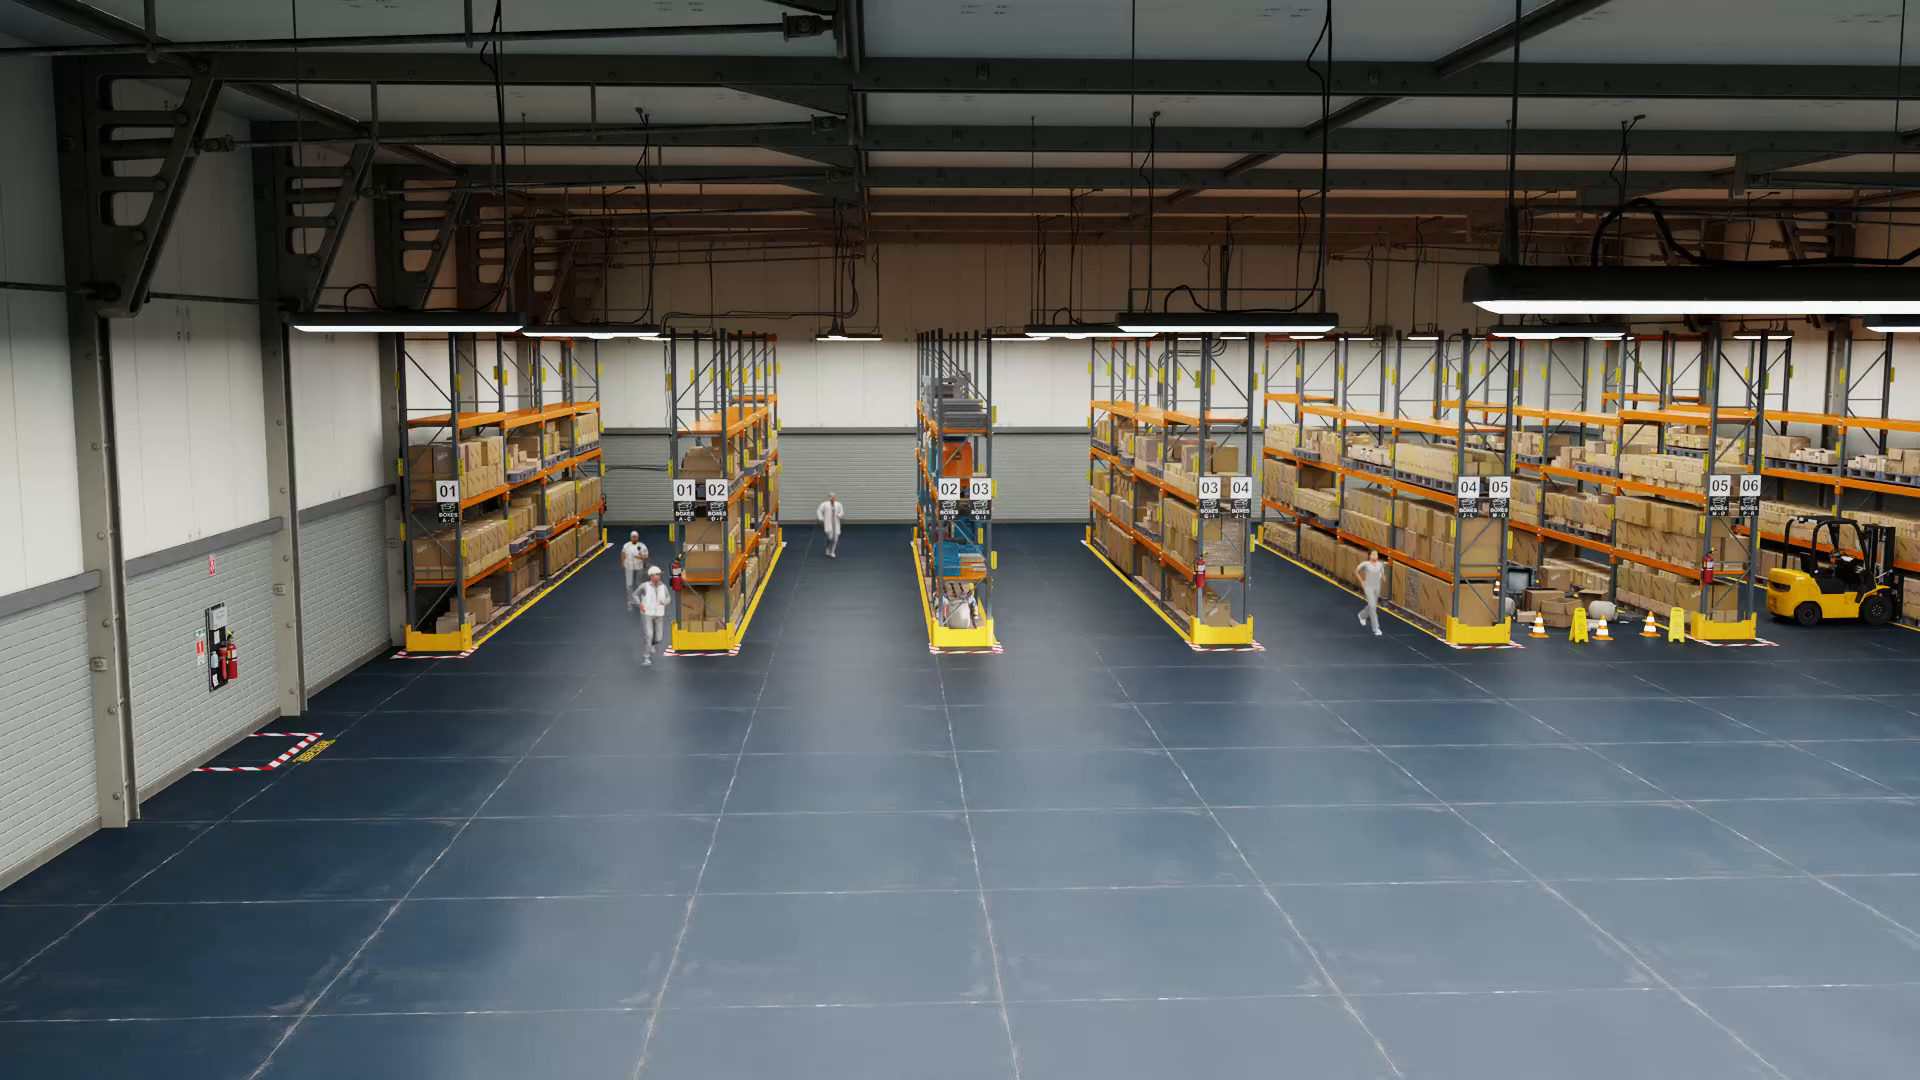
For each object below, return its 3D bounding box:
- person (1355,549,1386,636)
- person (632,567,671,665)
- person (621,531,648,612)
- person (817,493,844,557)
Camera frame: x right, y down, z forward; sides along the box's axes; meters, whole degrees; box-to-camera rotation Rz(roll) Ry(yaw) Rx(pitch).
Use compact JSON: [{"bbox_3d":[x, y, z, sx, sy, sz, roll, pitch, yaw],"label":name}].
[{"bbox_3d":[8.174,0.999,33.039,0.567,1.681,0.956,-2,7,-17],"label":"person"},{"bbox_3d":[-5.556,1.342,30.121,0.686,1.736,0.822,-4,8,-32],"label":"person"},{"bbox_3d":[-7.023,0.659,35.936,0.589,1.706,0.847,-1,7,-7],"label":"person"},{"bbox_3d":[-3.424,-0.397,44.546,0.693,1.739,0.663,-2,7,-20],"label":"person"}]
